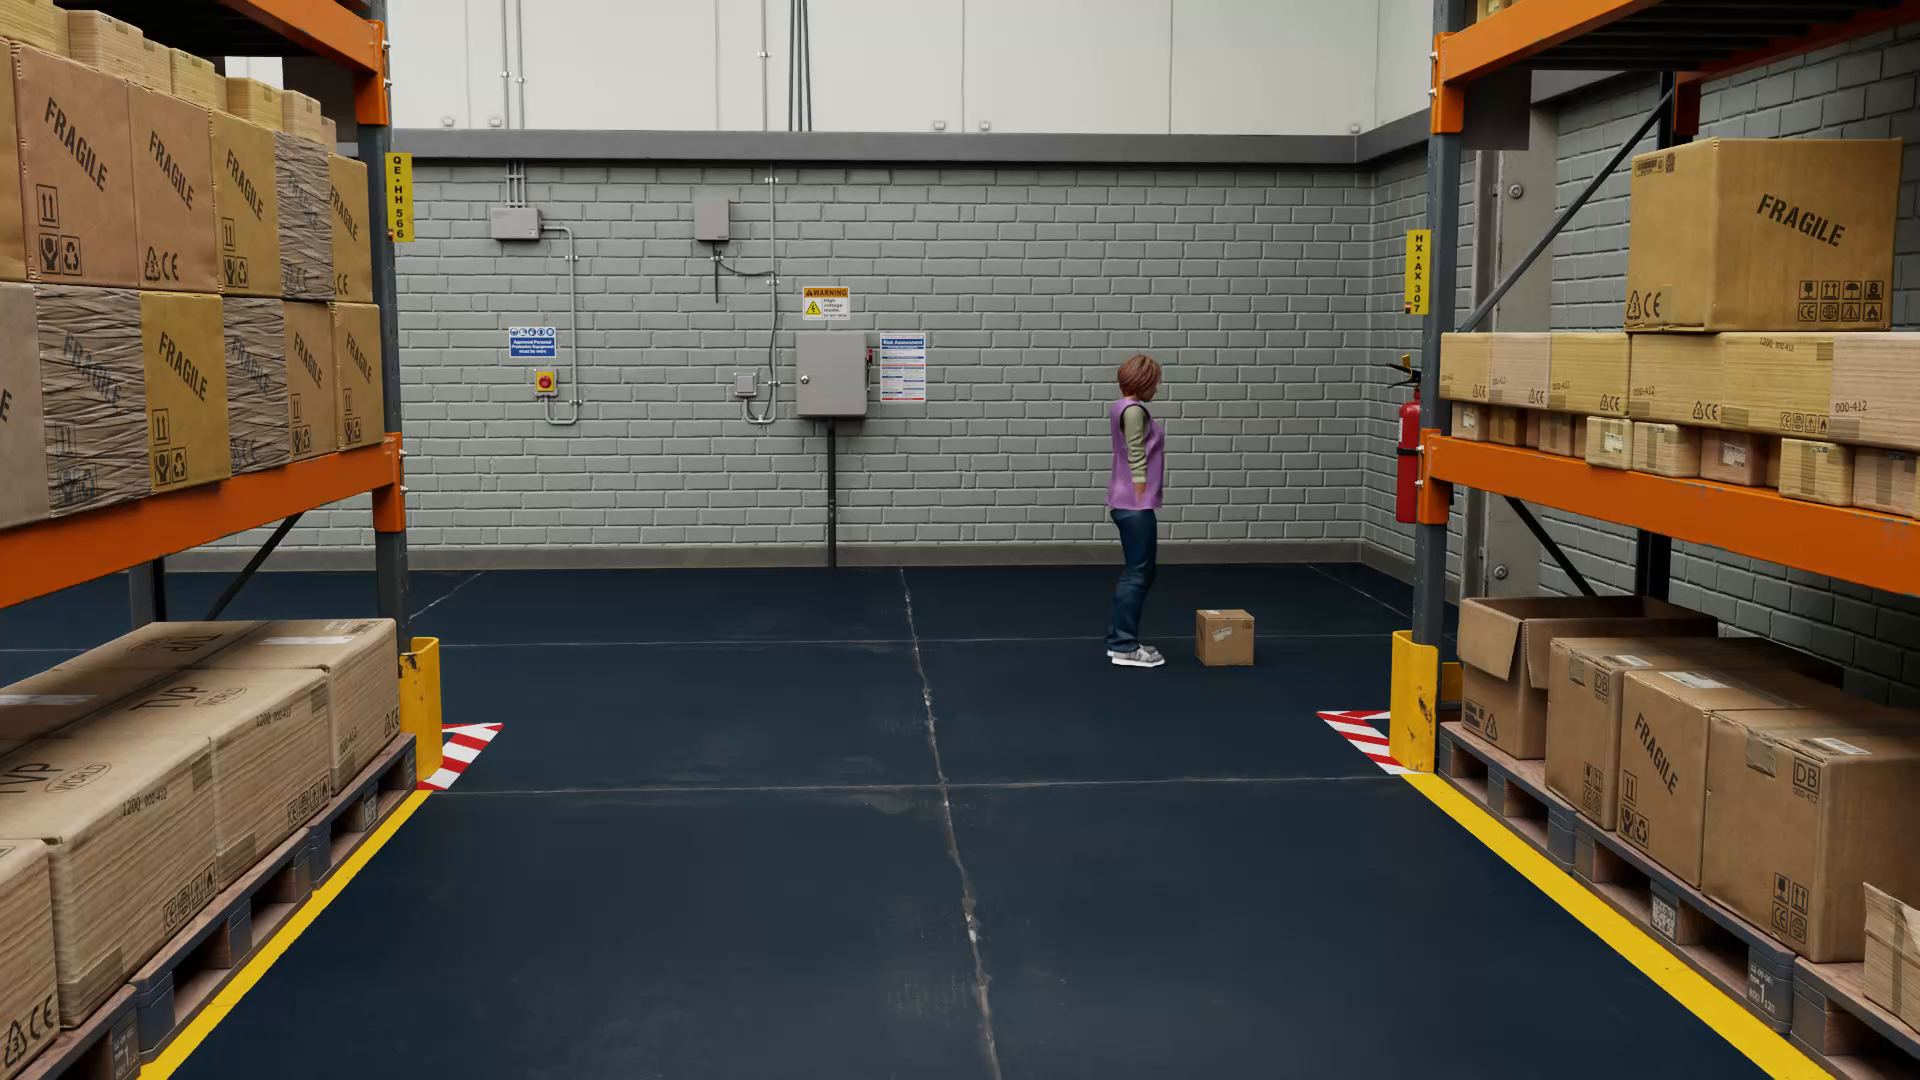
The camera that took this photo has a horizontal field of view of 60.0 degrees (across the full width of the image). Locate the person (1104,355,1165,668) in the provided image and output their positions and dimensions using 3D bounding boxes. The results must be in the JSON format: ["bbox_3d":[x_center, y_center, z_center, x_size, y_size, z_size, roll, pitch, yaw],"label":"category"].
[{"bbox_3d":[0.899,-0.150,8.583,0.299,1.583,0.407,0,7,-3],"label":"person"}]
